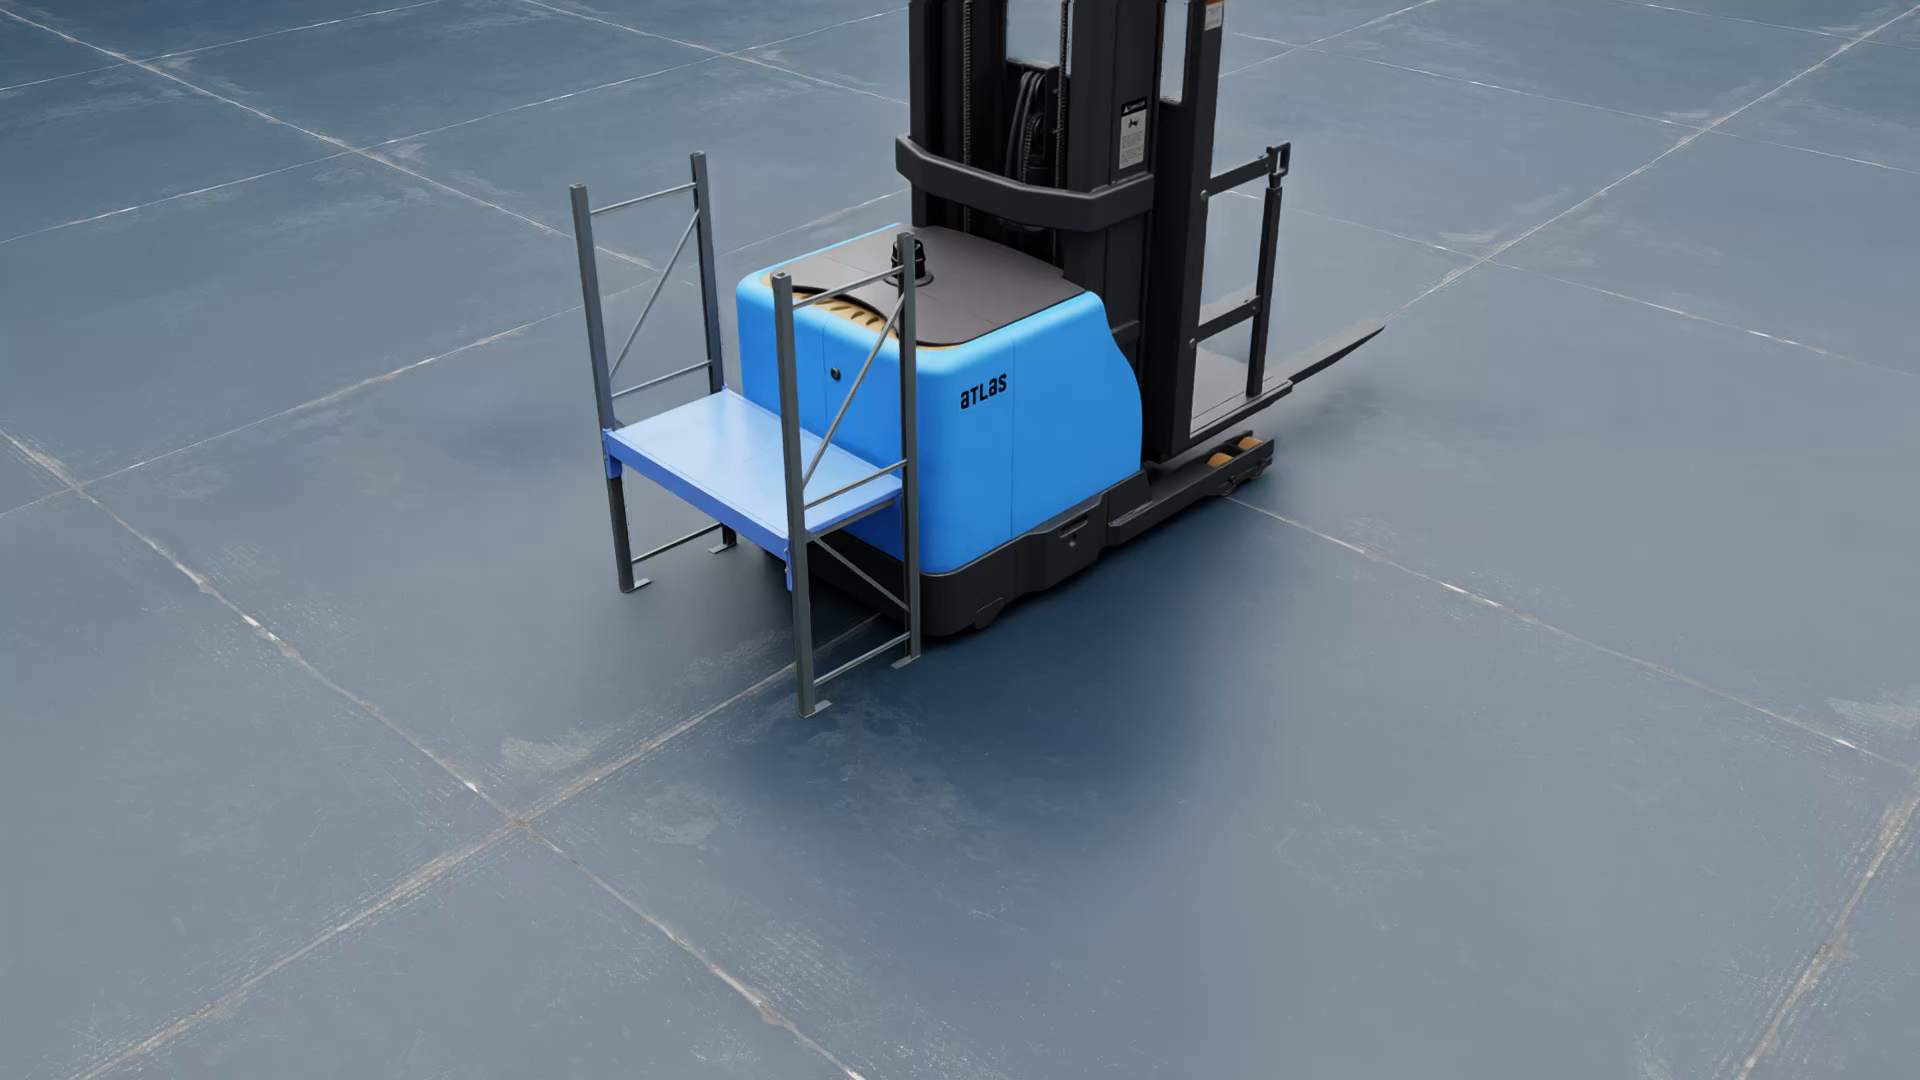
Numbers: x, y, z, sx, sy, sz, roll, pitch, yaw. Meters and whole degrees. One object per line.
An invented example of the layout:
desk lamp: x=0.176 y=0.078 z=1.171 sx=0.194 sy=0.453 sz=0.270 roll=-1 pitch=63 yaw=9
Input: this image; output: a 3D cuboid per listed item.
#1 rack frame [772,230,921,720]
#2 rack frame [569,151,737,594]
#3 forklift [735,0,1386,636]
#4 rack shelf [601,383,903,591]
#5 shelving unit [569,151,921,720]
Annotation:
rack frame: x=-0.323 y=-0.164 z=5.068 sx=0.500 sy=1.500 sz=0.032 roll=-26 pitch=40 yaw=-36
rack frame: x=-1.025 y=-0.543 z=5.698 sx=0.500 sy=1.500 sz=0.032 roll=-26 pitch=40 yaw=-36
forklift: x=0.609 y=-1.596 z=6.059 sx=1.130 sy=2.935 sz=3.031 roll=27 pitch=40 yaw=37
rack shelf: x=-0.674 y=-0.200 z=5.476 sx=0.538 sy=0.185 sz=1.000 roll=-26 pitch=40 yaw=-36
shelving unit: x=-0.674 y=-0.354 z=5.383 sx=0.538 sy=1.500 sz=1.048 roll=-26 pitch=40 yaw=-36
